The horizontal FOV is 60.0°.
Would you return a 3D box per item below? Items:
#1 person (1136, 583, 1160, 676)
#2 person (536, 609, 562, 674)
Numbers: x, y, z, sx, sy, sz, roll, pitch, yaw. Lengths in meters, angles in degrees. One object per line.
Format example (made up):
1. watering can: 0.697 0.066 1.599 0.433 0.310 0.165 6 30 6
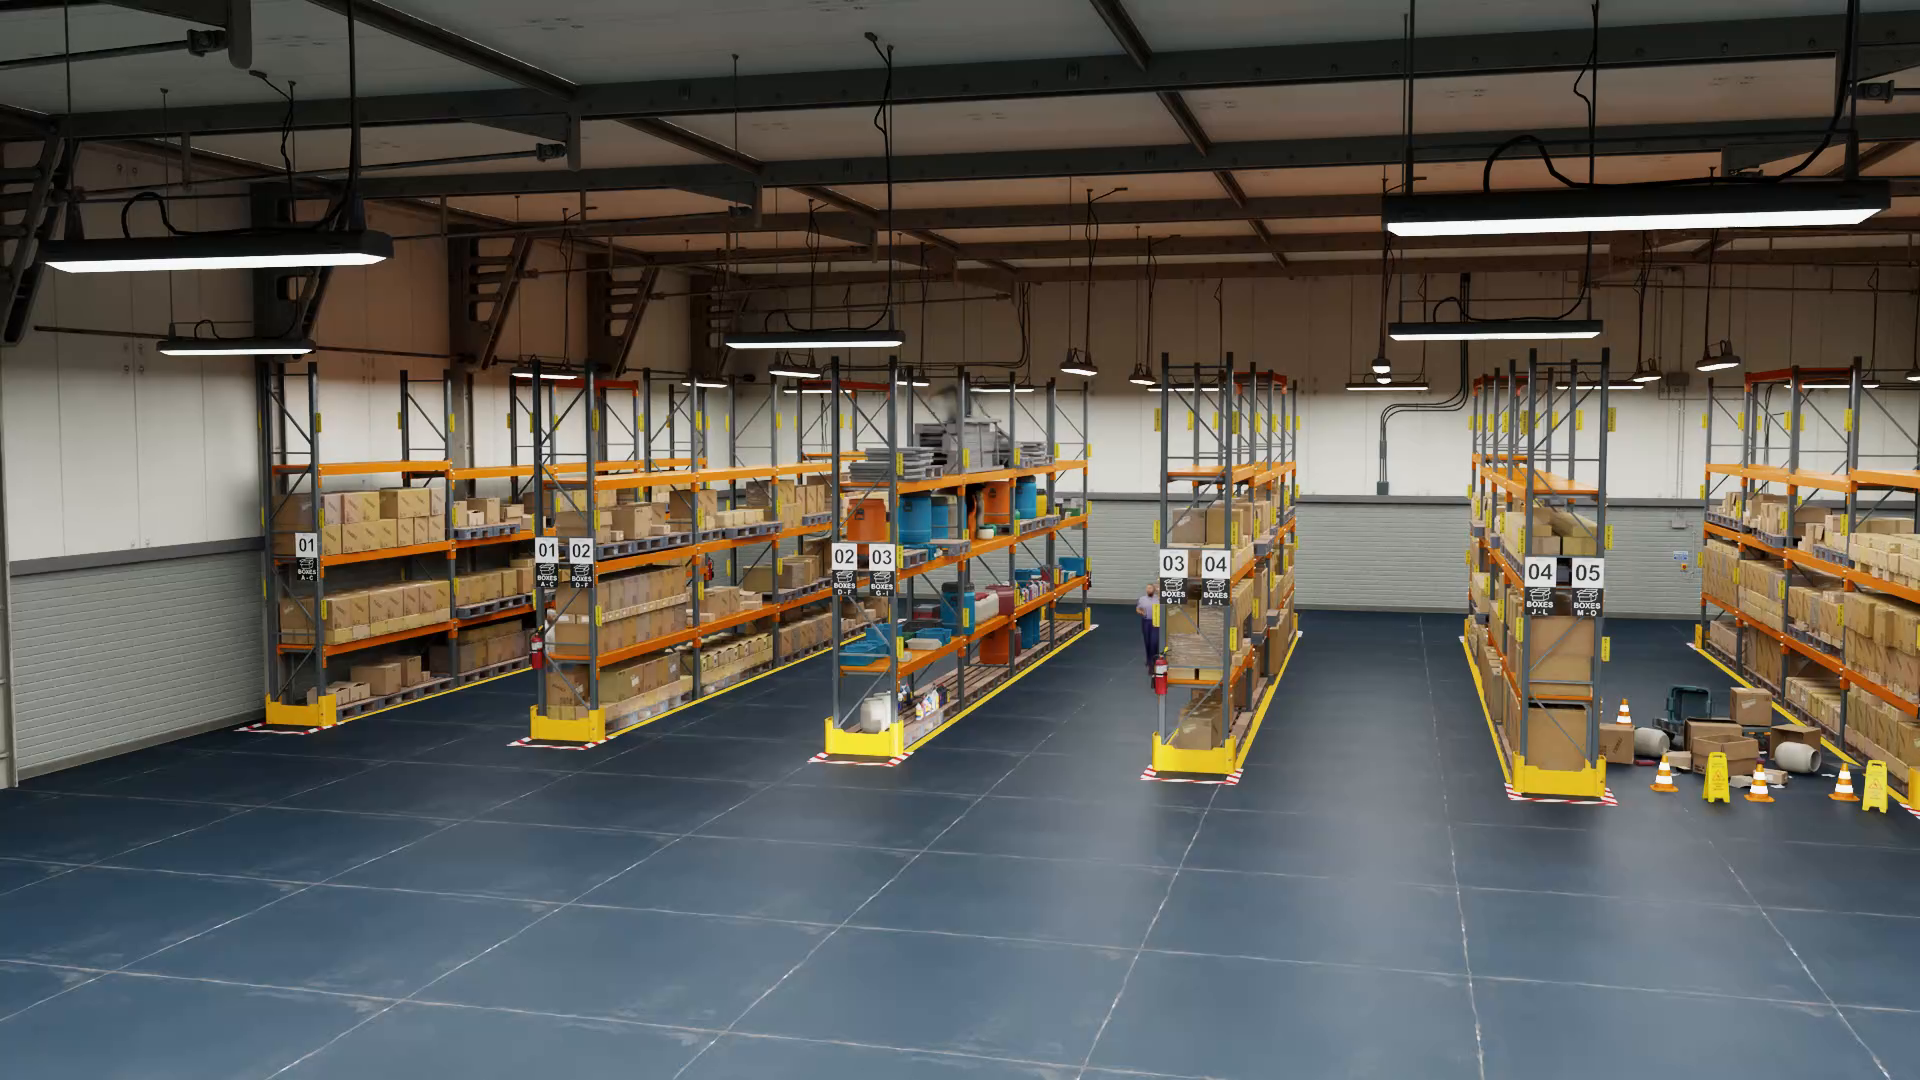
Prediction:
1. person: 3.676 1.689 31.908 0.607 1.729 0.774 2 4 22
2. person: -7.422 2.054 30.135 0.632 1.642 0.771 0 4 3
